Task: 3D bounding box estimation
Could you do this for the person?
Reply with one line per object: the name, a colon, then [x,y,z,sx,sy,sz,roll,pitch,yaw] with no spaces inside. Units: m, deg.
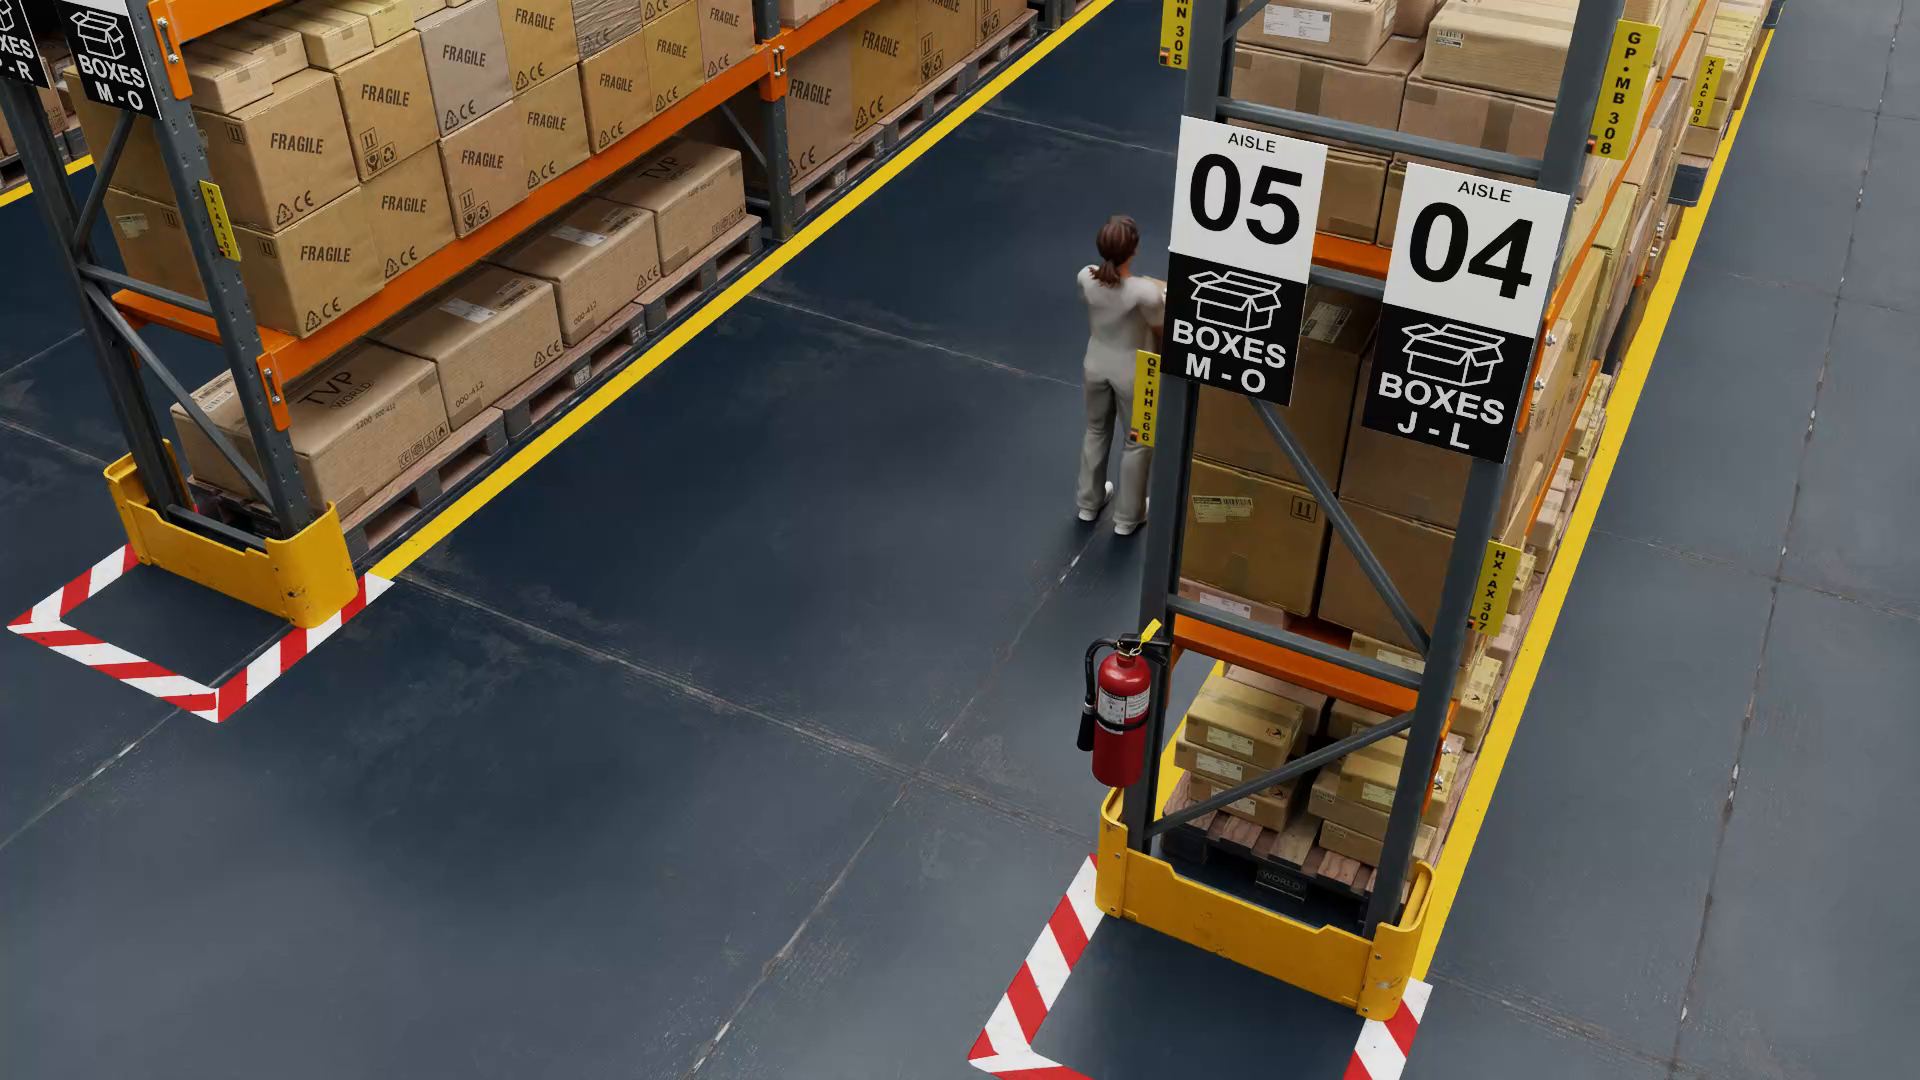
person: [0.777,-0.807,7.787,0.439,1.663,0.558,22,43,26]
